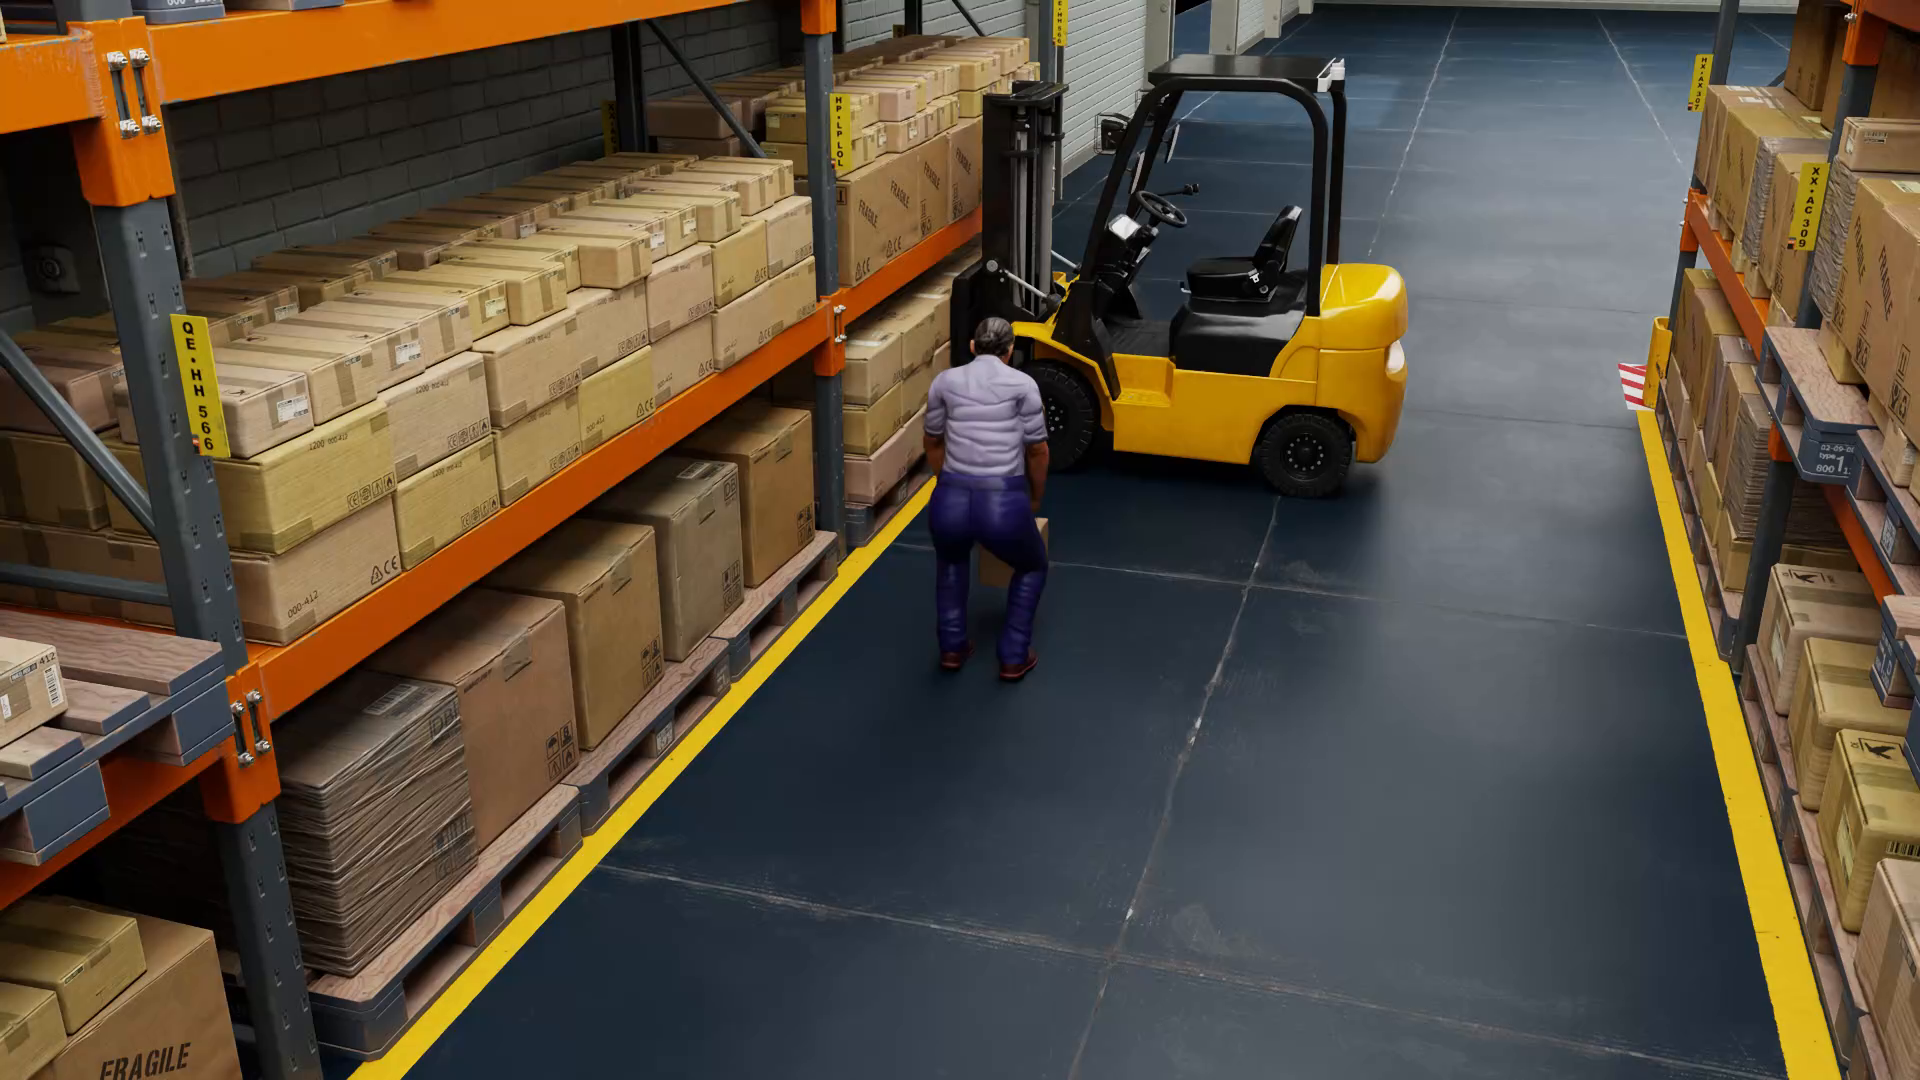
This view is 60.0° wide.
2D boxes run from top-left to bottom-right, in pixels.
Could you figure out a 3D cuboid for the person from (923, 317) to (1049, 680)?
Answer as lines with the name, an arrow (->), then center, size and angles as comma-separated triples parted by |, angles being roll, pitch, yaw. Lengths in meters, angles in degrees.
person -> 0.081, -0.150, 6.765 | 0.530, 1.446, 0.594 | 7, 23, 16
